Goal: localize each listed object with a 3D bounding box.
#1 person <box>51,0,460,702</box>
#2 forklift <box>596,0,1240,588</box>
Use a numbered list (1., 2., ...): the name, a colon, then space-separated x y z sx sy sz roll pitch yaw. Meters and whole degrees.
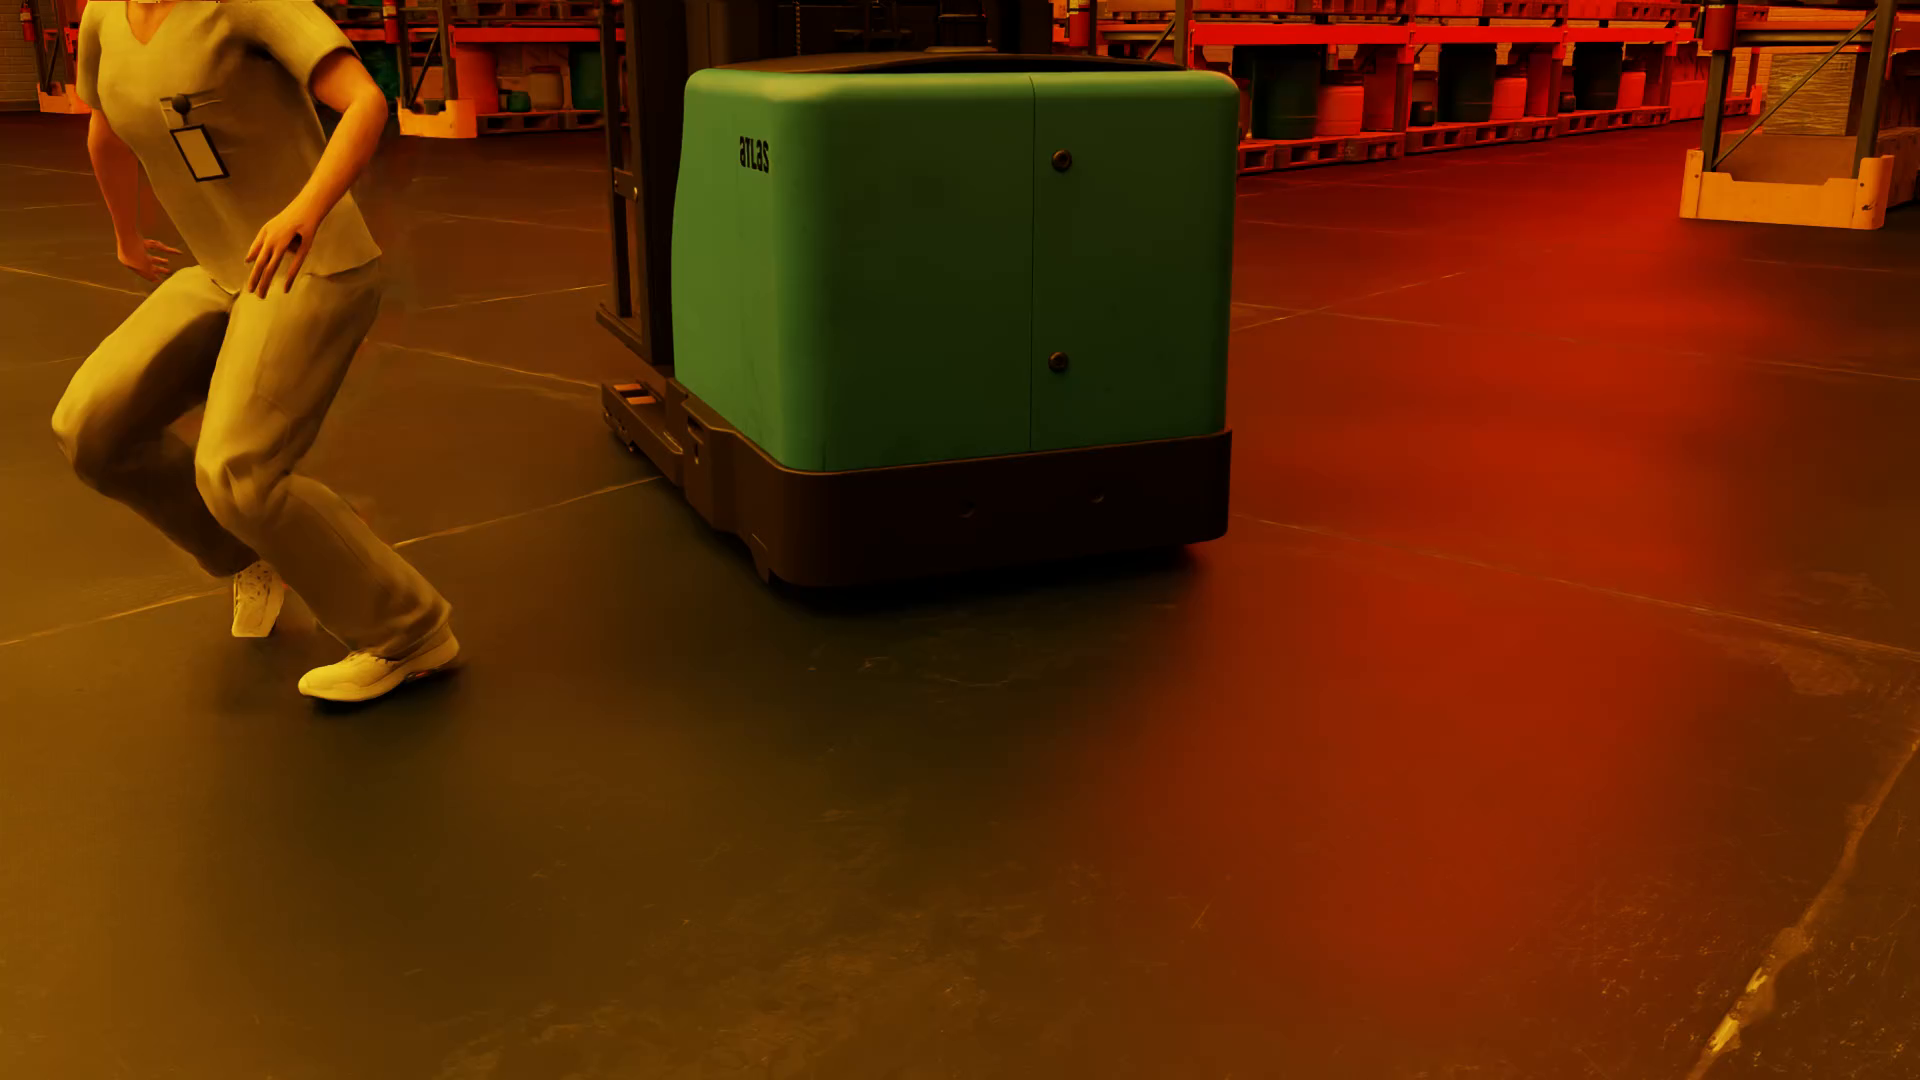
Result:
1. person: -1.310 -0.448 2.934 0.885 1.549 0.460 10 20 30
2. forklift: -0.420 -1.691 4.467 1.130 2.935 3.031 -7 18 -21
